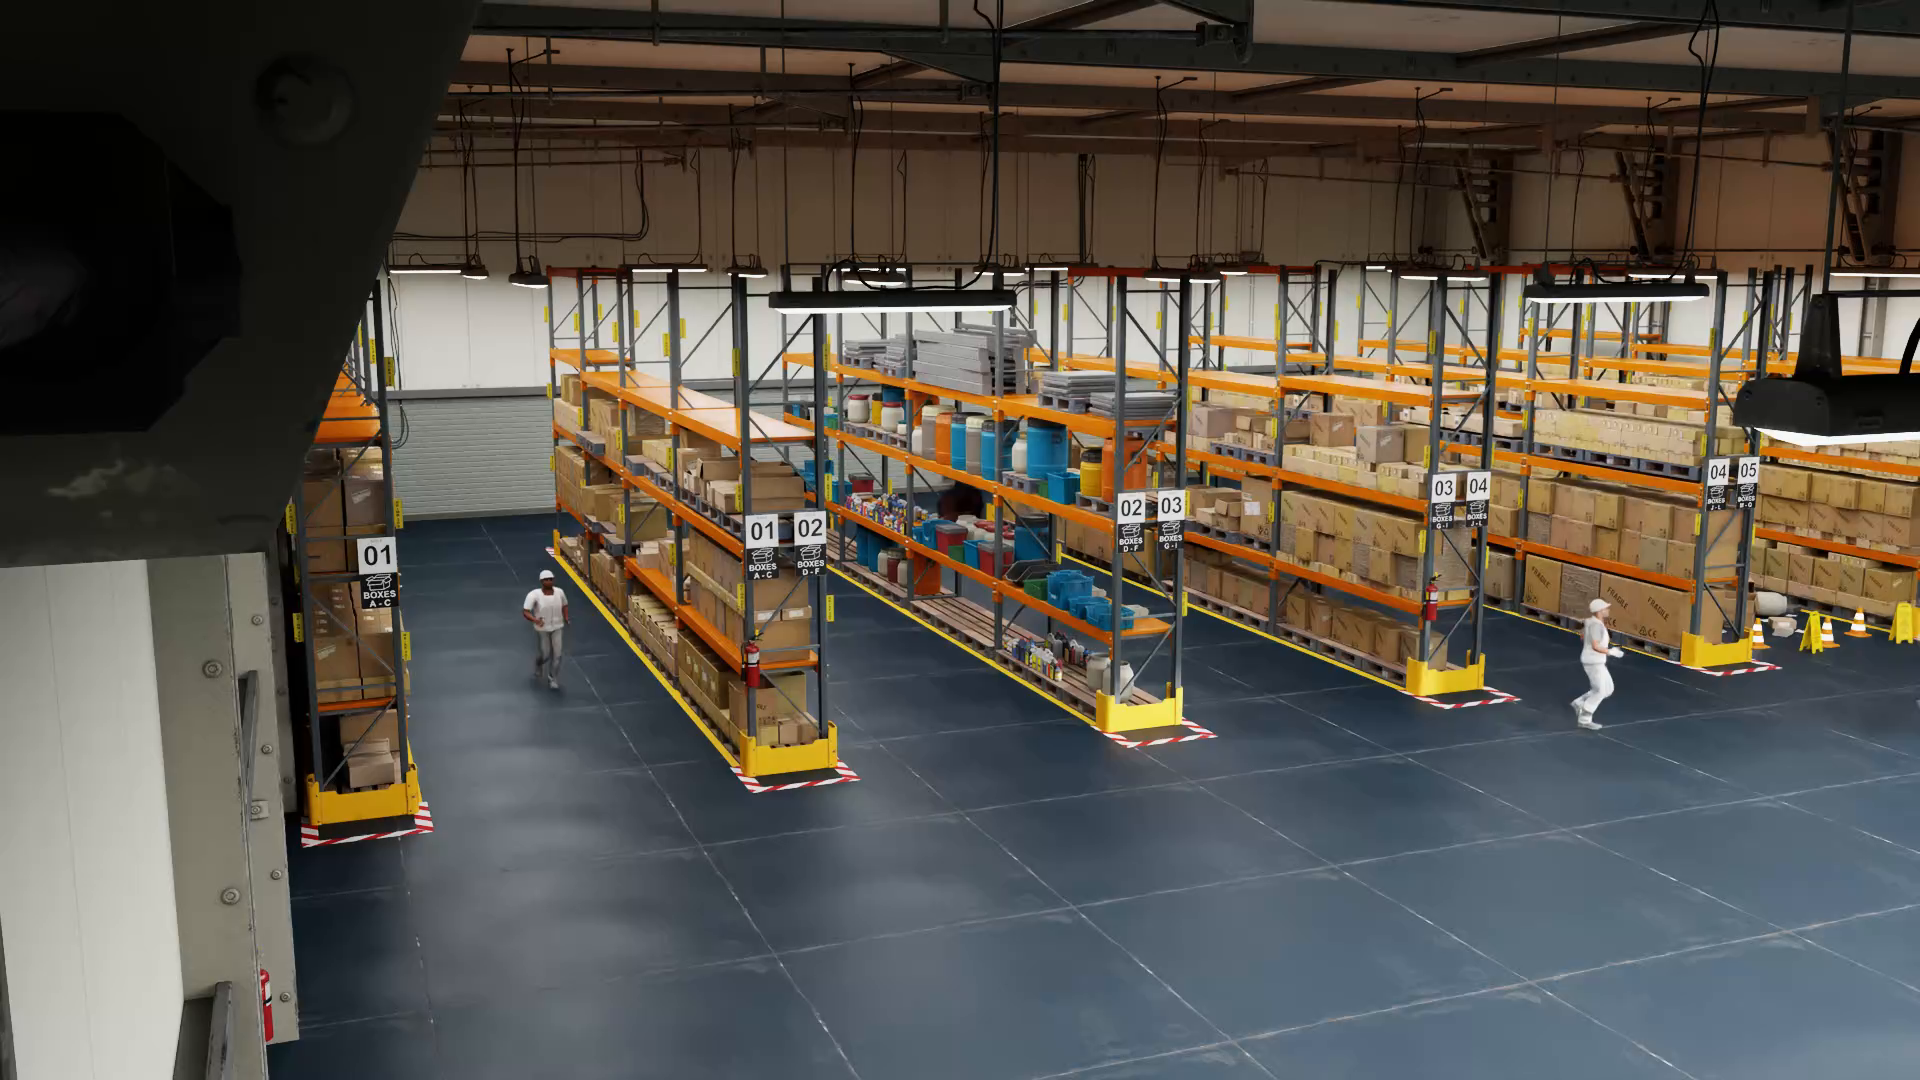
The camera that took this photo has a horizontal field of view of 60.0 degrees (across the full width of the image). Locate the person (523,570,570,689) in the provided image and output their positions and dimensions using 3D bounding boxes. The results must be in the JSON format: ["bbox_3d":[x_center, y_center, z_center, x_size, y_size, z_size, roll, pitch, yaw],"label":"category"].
[{"bbox_3d":[-6.022,1.284,24.297,0.704,1.725,0.668,-6,12,-33],"label":"person"}]

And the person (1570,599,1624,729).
[{"bbox_3d":[8.526,1.643,22.239,0.618,1.728,0.705,4,11,19],"label":"person"}]

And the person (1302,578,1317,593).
[{"bbox_3d":[6.496,0.255,30.577,0.576,1.638,0.635,-4,11,-20],"label":"person"}]
